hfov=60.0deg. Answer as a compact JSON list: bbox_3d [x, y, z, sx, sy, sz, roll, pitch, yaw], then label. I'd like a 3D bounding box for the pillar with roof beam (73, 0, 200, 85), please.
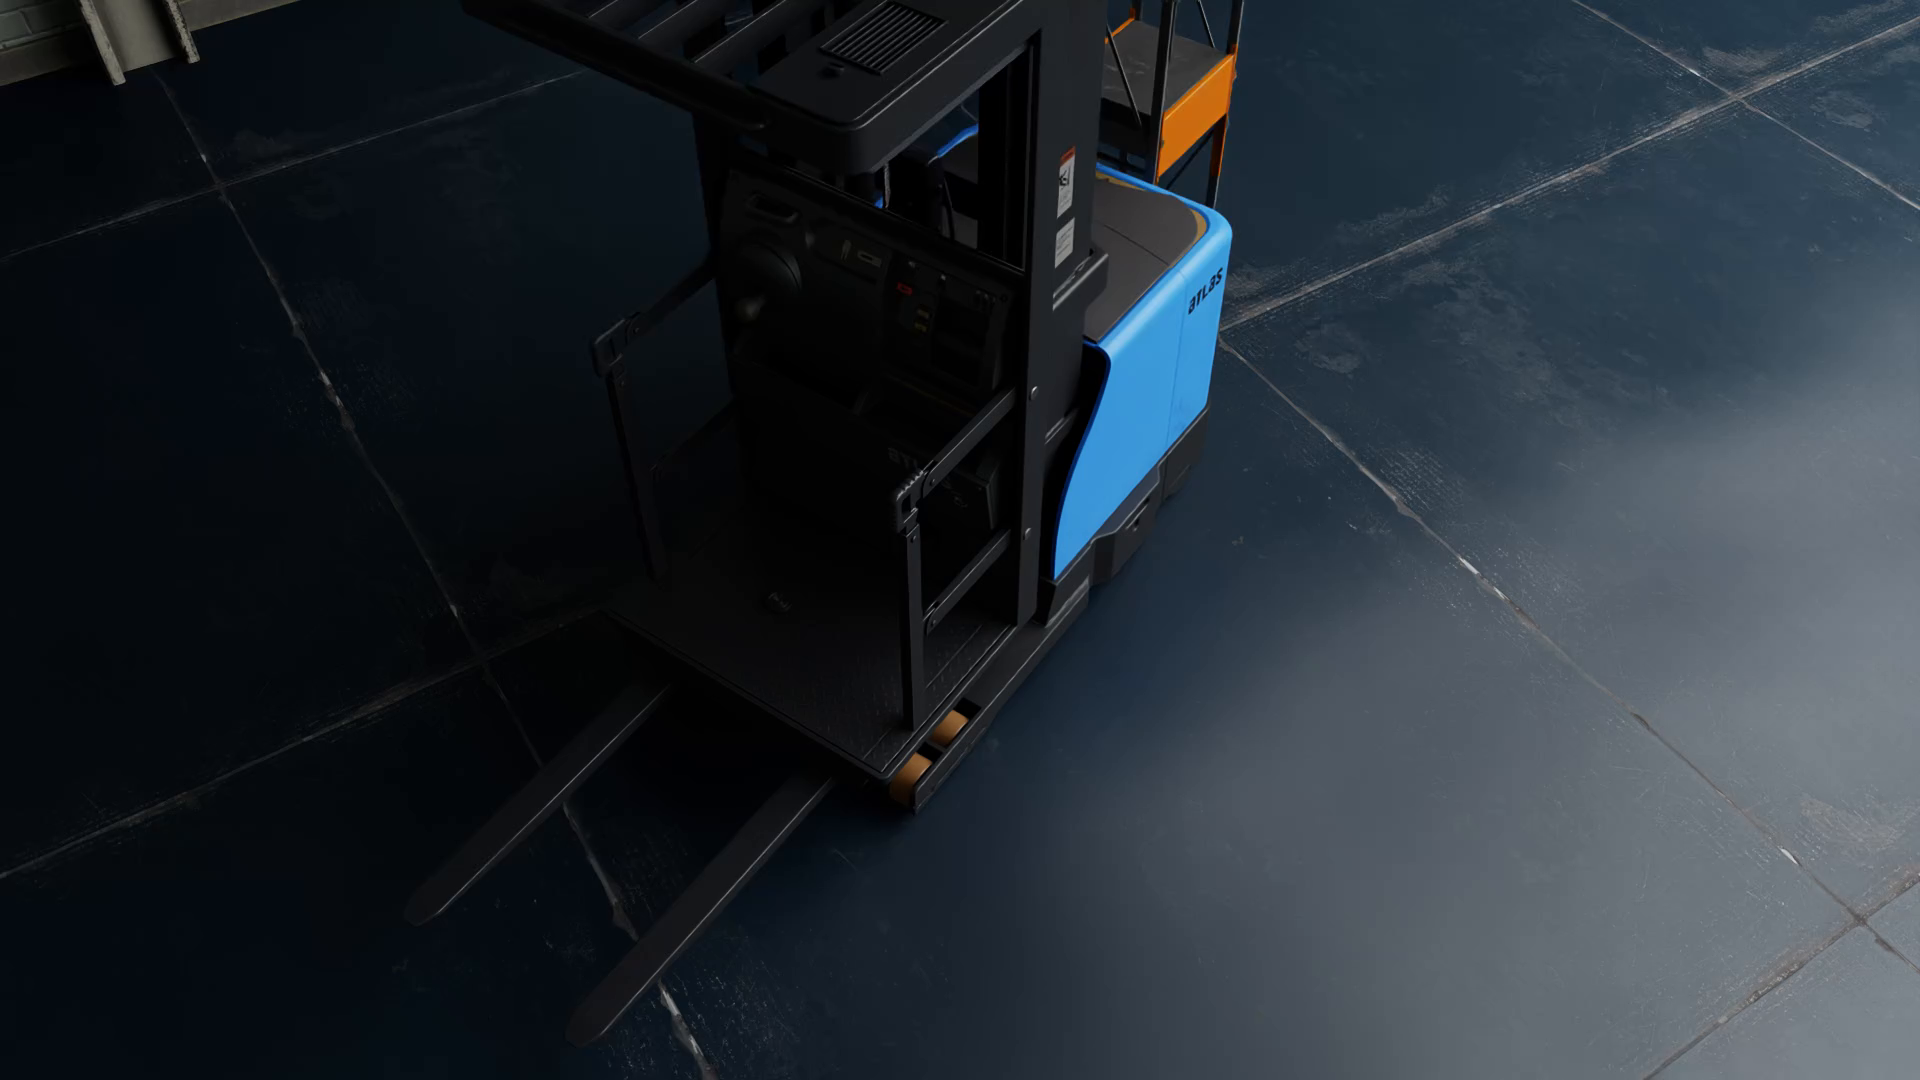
[{"bbox_3d":[-1.487,-2.525,1.973,0.400,9.000,9.100,-25,53,-21],"label":"pillar with roof beam"}]

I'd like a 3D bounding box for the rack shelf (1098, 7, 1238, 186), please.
[{"bbox_3d":[0.608,-1.397,5.606,0.431,0.518,0.480,28,54,22],"label":"rack shelf"}]

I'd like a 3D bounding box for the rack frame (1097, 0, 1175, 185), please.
[{"bbox_3d":[0.468,-1.258,5.462,0.400,2.100,0.015,28,54,22],"label":"rack frame"}]

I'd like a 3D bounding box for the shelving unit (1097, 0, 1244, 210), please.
[{"bbox_3d":[0.608,-1.406,5.596,0.431,2.100,0.503,28,54,22],"label":"shelving unit"}]

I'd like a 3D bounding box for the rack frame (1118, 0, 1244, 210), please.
[{"bbox_3d":[0.749,-1.555,5.729,0.400,2.100,0.015,28,54,22],"label":"rack frame"}]

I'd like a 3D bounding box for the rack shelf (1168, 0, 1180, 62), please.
[{"bbox_3d":[0.609,-1.864,5.084,0.431,0.518,0.480,28,54,22],"label":"rack shelf"}]

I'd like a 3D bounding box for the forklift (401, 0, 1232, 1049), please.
[{"bbox_3d":[-0.385,-0.582,4.306,1.130,2.935,3.031,28,54,22],"label":"forklift"}]
